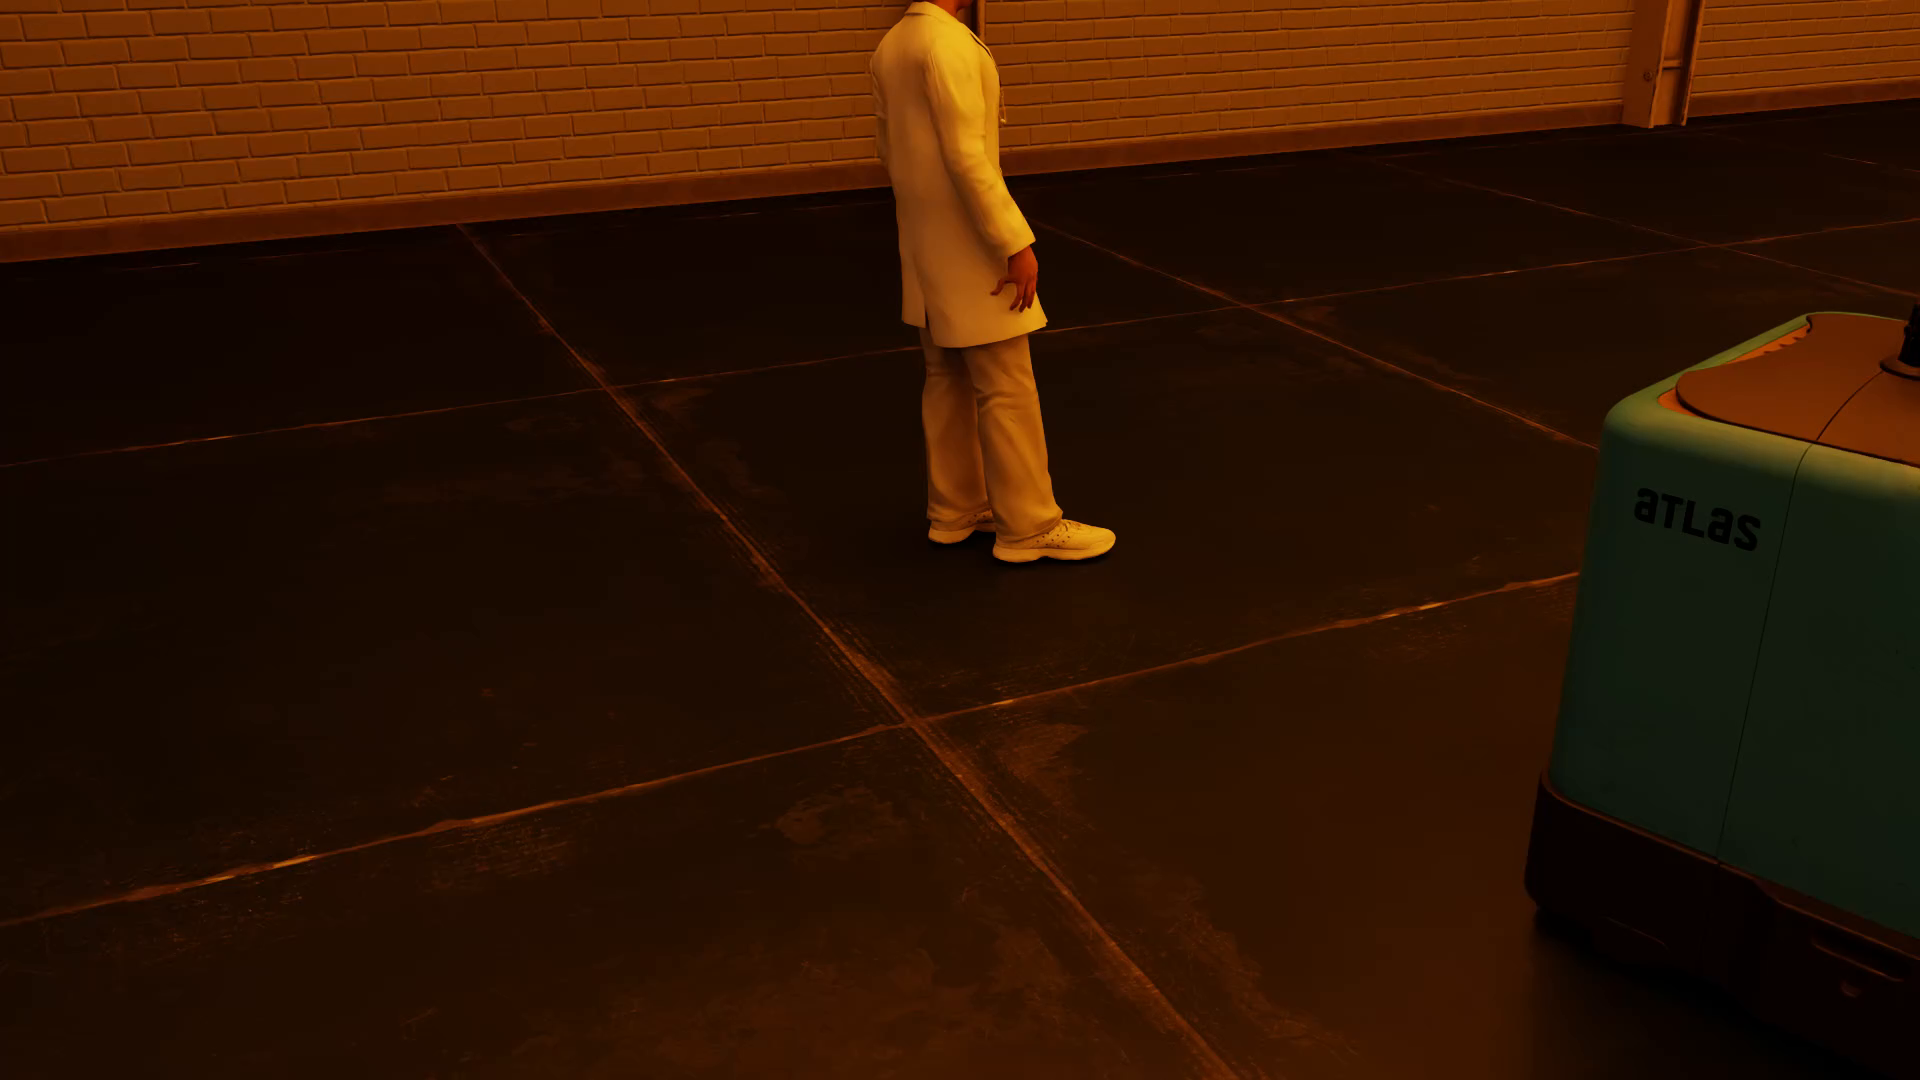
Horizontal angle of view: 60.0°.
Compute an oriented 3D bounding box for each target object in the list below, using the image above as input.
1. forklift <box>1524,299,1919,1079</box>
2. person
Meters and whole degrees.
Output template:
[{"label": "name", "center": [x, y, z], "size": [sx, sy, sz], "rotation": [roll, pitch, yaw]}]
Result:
[{"label": "forklift", "center": [2.502, -0.325, 2.069], "size": [1.130, 2.935, 3.031], "rotation": [-21, 30, -40]}, {"label": "person", "center": [0.084, -0.841, 4.794], "size": [0.581, 1.776, 0.696], "rotation": [-10, 25, -23]}]
